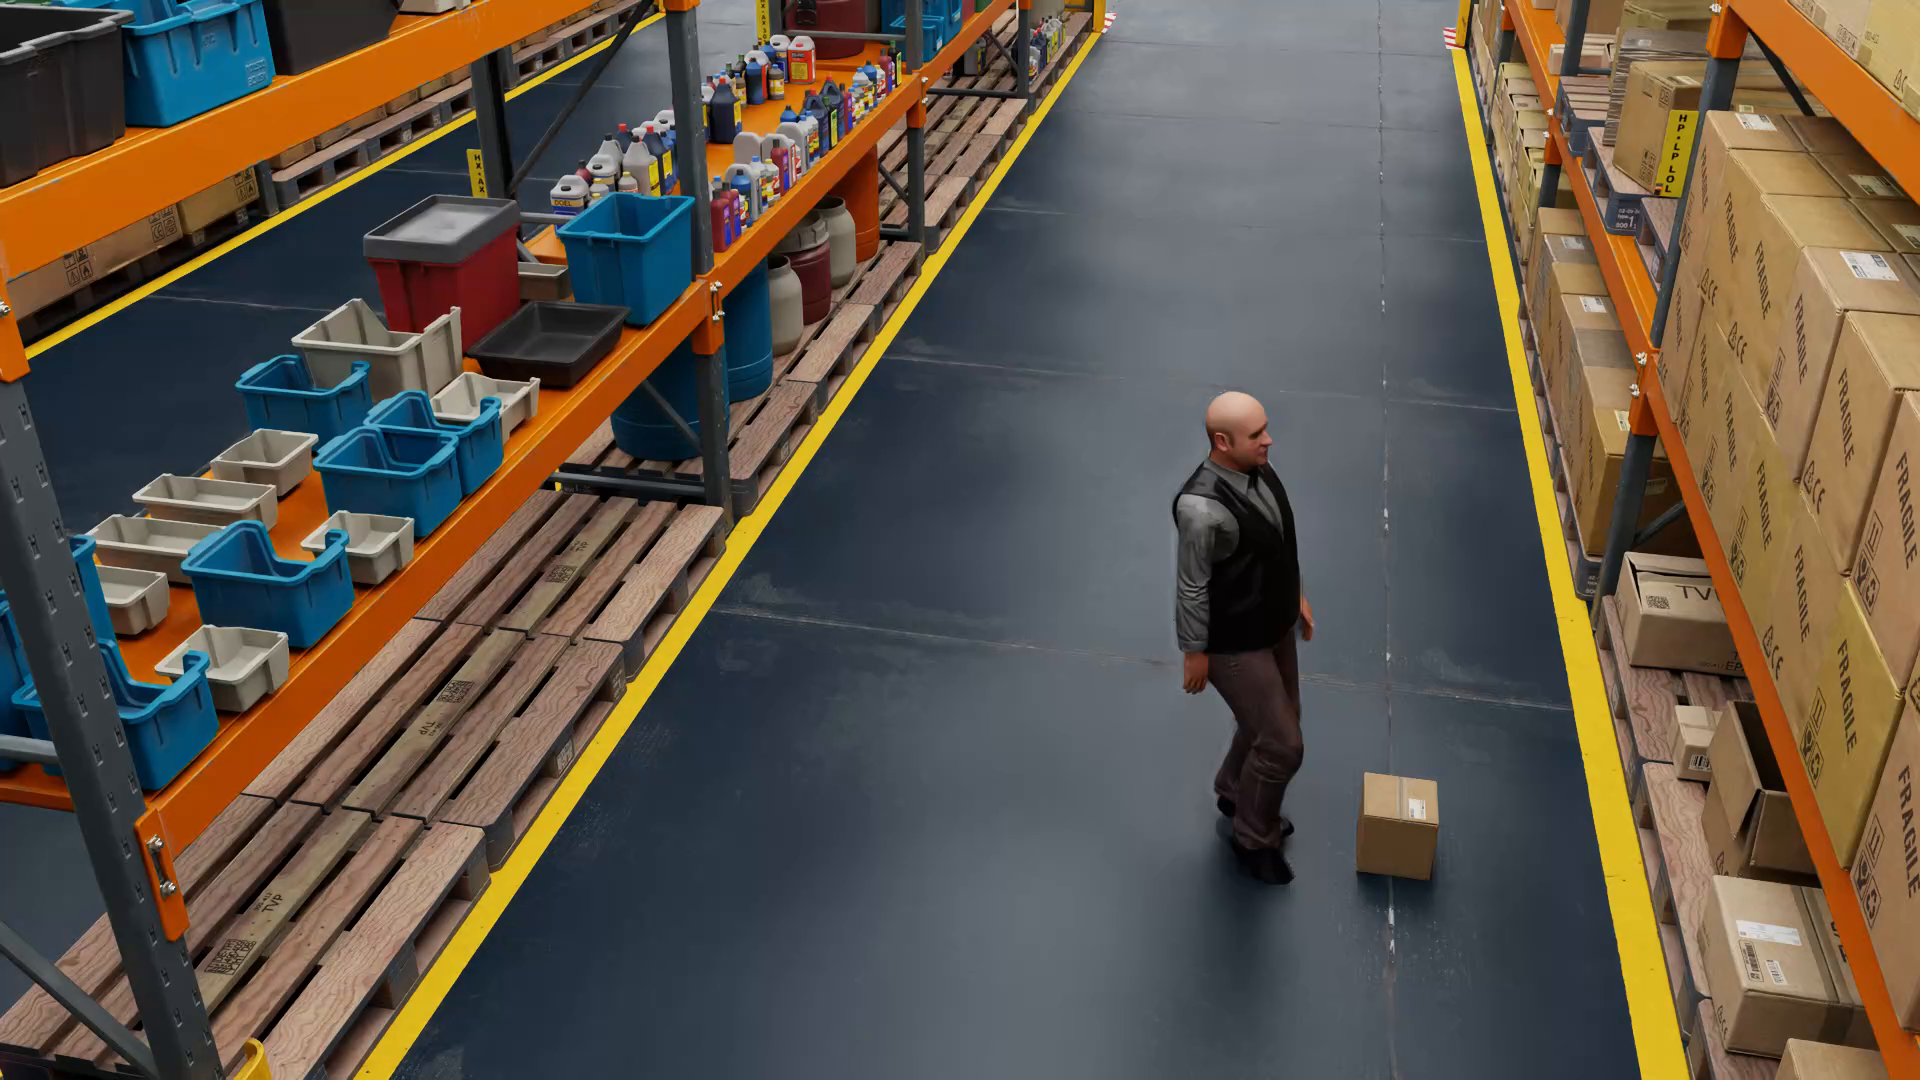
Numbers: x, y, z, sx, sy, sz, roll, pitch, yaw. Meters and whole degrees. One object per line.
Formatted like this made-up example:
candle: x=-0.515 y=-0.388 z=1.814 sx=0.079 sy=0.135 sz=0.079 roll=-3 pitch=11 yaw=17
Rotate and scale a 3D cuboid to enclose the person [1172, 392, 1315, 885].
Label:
person: x=0.990 y=0.352 z=5.559 sx=0.532 sy=1.790 sz=0.579 roll=16 pitch=32 yaw=27
